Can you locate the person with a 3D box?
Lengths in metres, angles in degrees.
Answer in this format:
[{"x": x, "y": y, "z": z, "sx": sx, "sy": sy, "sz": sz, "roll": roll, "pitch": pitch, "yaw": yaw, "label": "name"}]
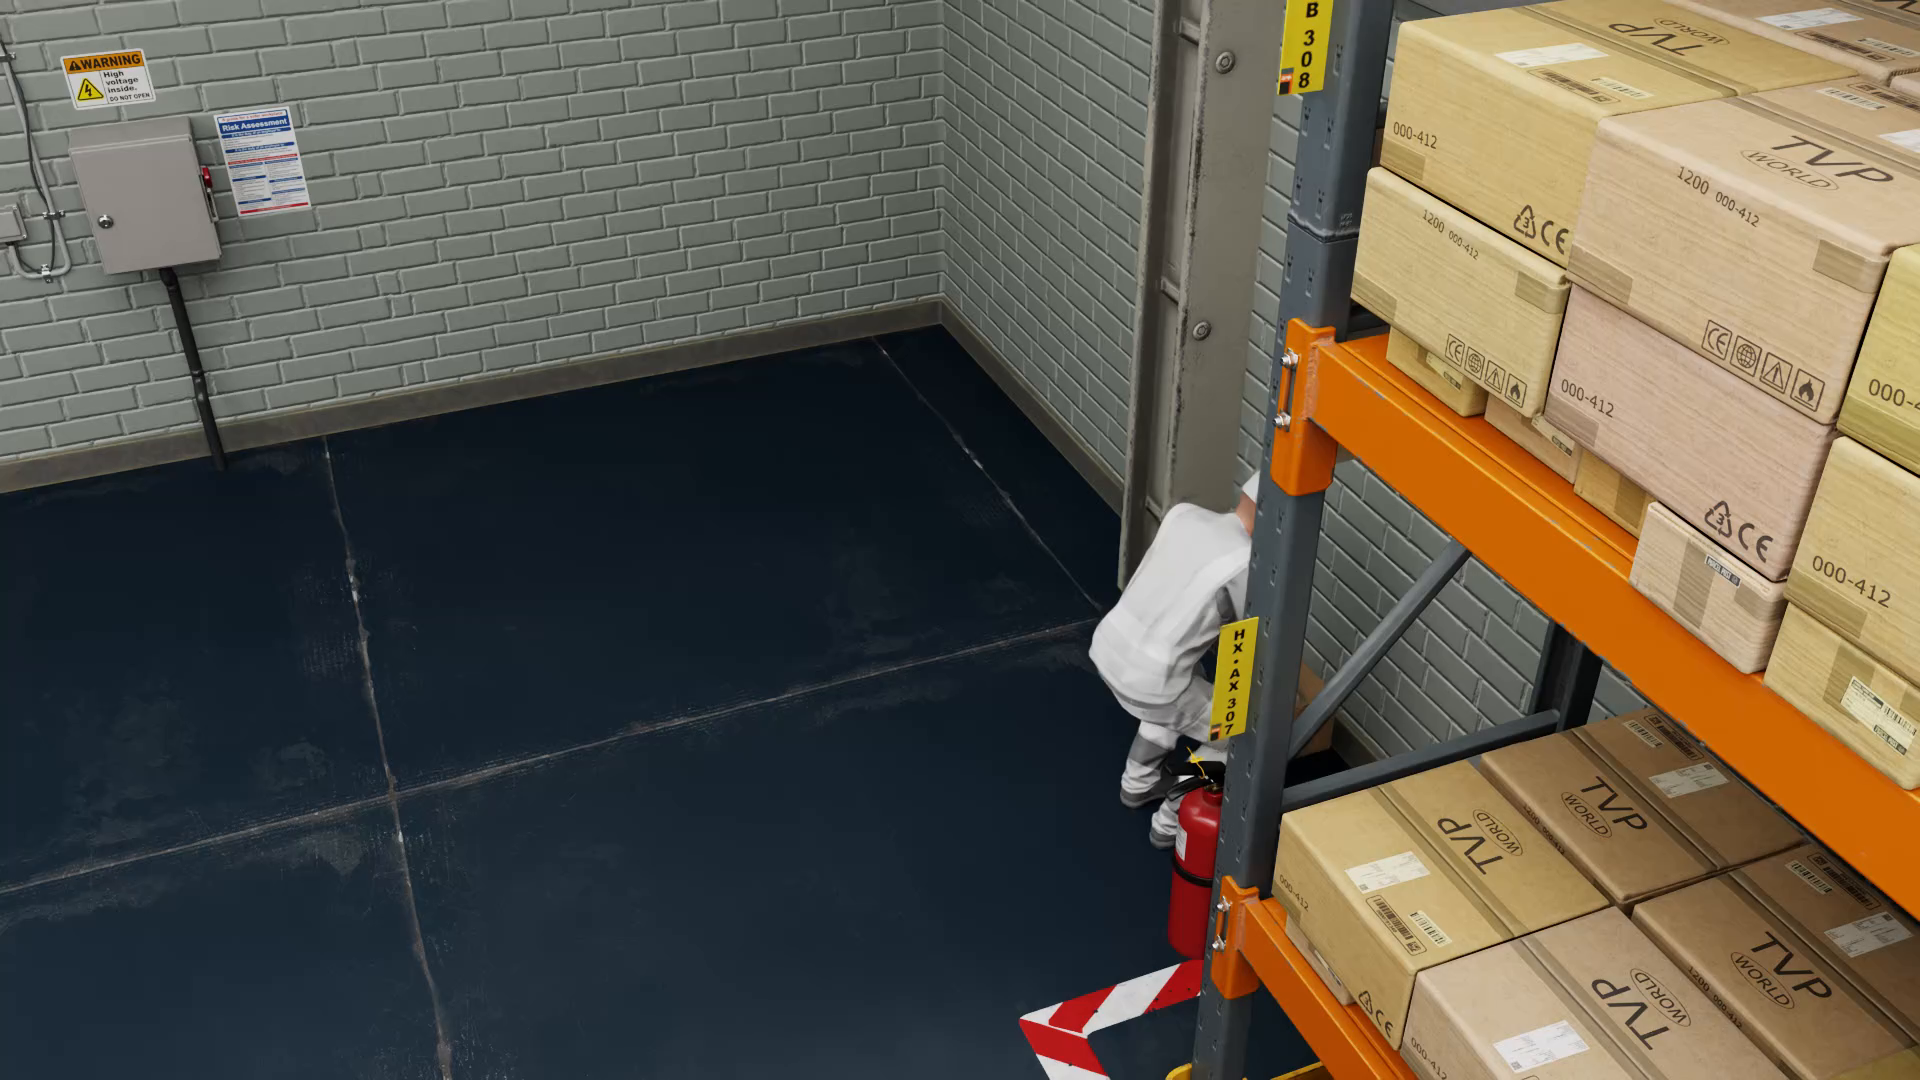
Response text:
[{"x": 0.802, "y": 0.464, "z": 5.900, "sx": 0.727, "sy": 1.252, "sz": 0.581, "roll": -13, "pitch": 35, "yaw": -19, "label": "person"}]
